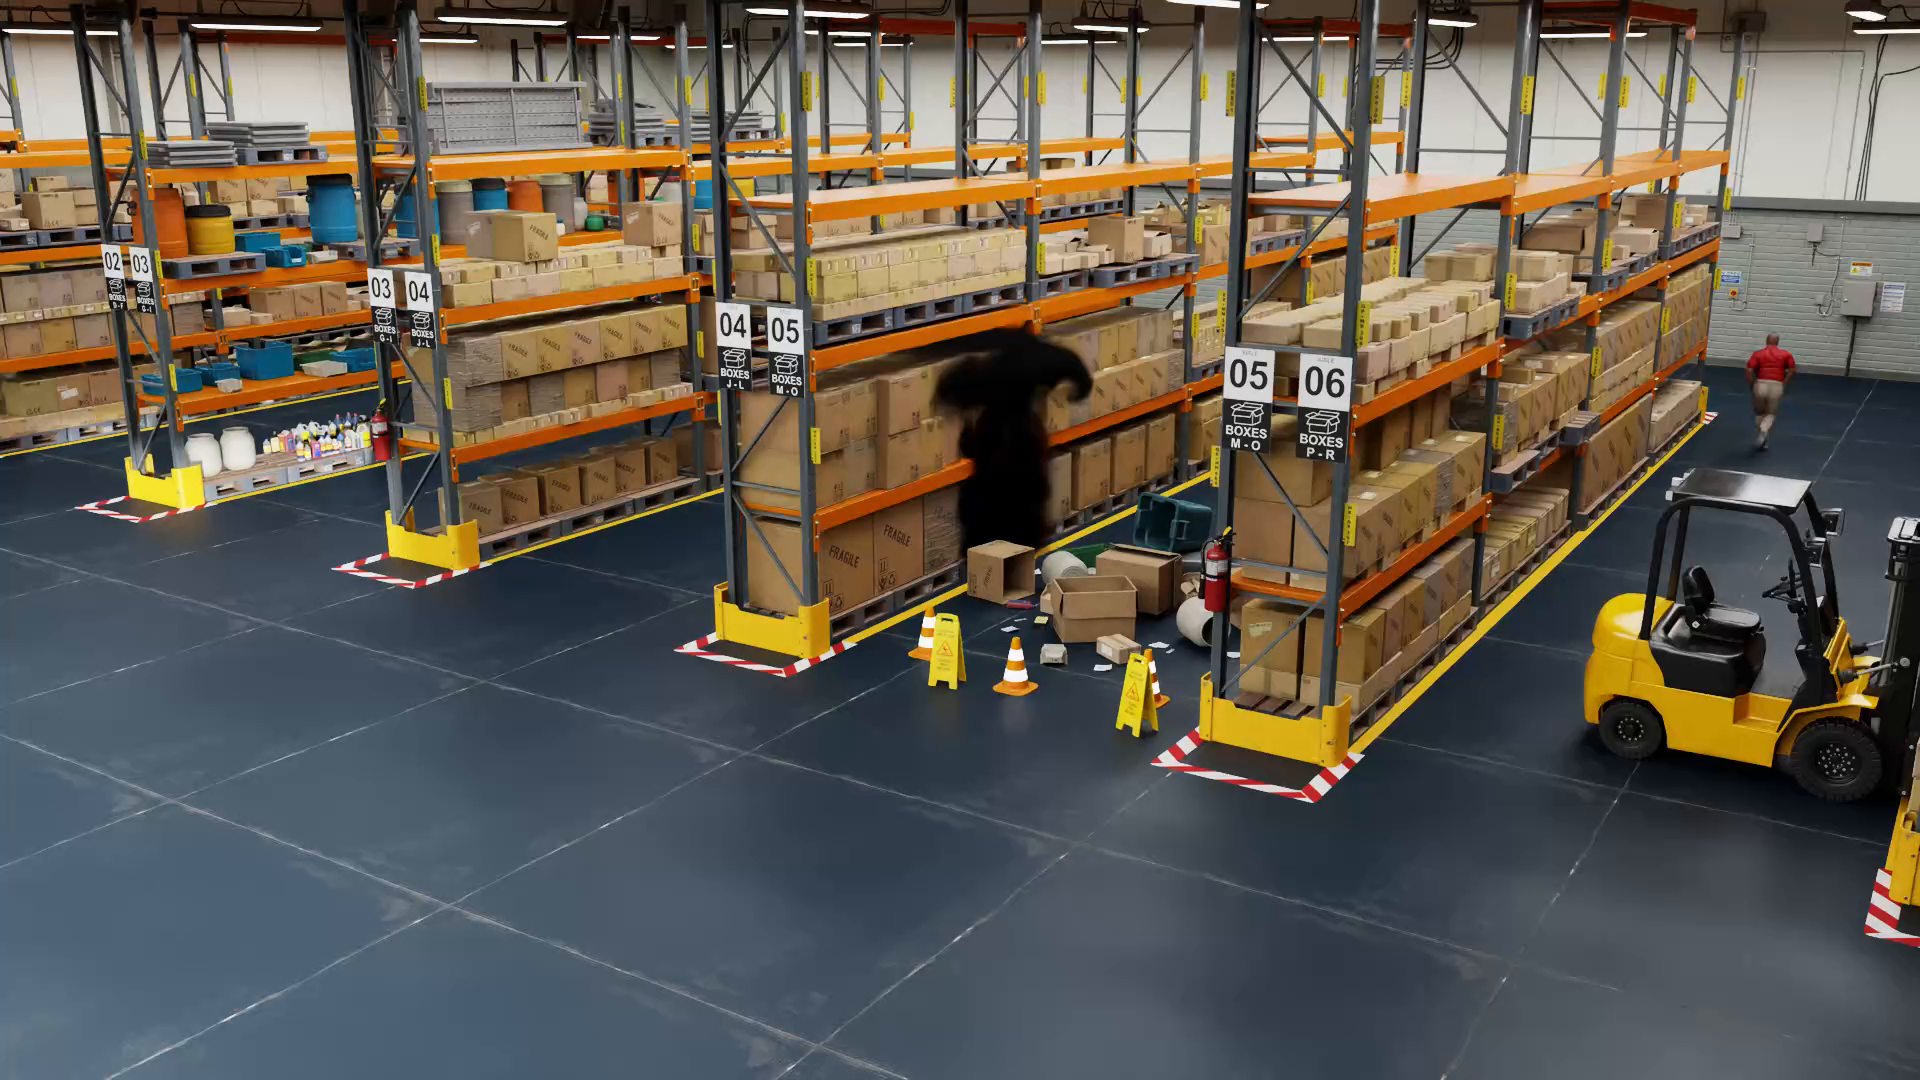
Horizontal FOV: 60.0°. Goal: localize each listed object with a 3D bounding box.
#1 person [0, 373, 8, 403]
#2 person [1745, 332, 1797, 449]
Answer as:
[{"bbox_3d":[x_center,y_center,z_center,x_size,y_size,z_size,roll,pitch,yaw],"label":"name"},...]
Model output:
[{"bbox_3d":[-14.801,-2.490,25.365,0.656,1.516,0.906,2,16,7],"label":"person"},{"bbox_3d":[11.502,-2.094,23.678,0.656,1.681,0.592,8,17,26],"label":"person"}]
